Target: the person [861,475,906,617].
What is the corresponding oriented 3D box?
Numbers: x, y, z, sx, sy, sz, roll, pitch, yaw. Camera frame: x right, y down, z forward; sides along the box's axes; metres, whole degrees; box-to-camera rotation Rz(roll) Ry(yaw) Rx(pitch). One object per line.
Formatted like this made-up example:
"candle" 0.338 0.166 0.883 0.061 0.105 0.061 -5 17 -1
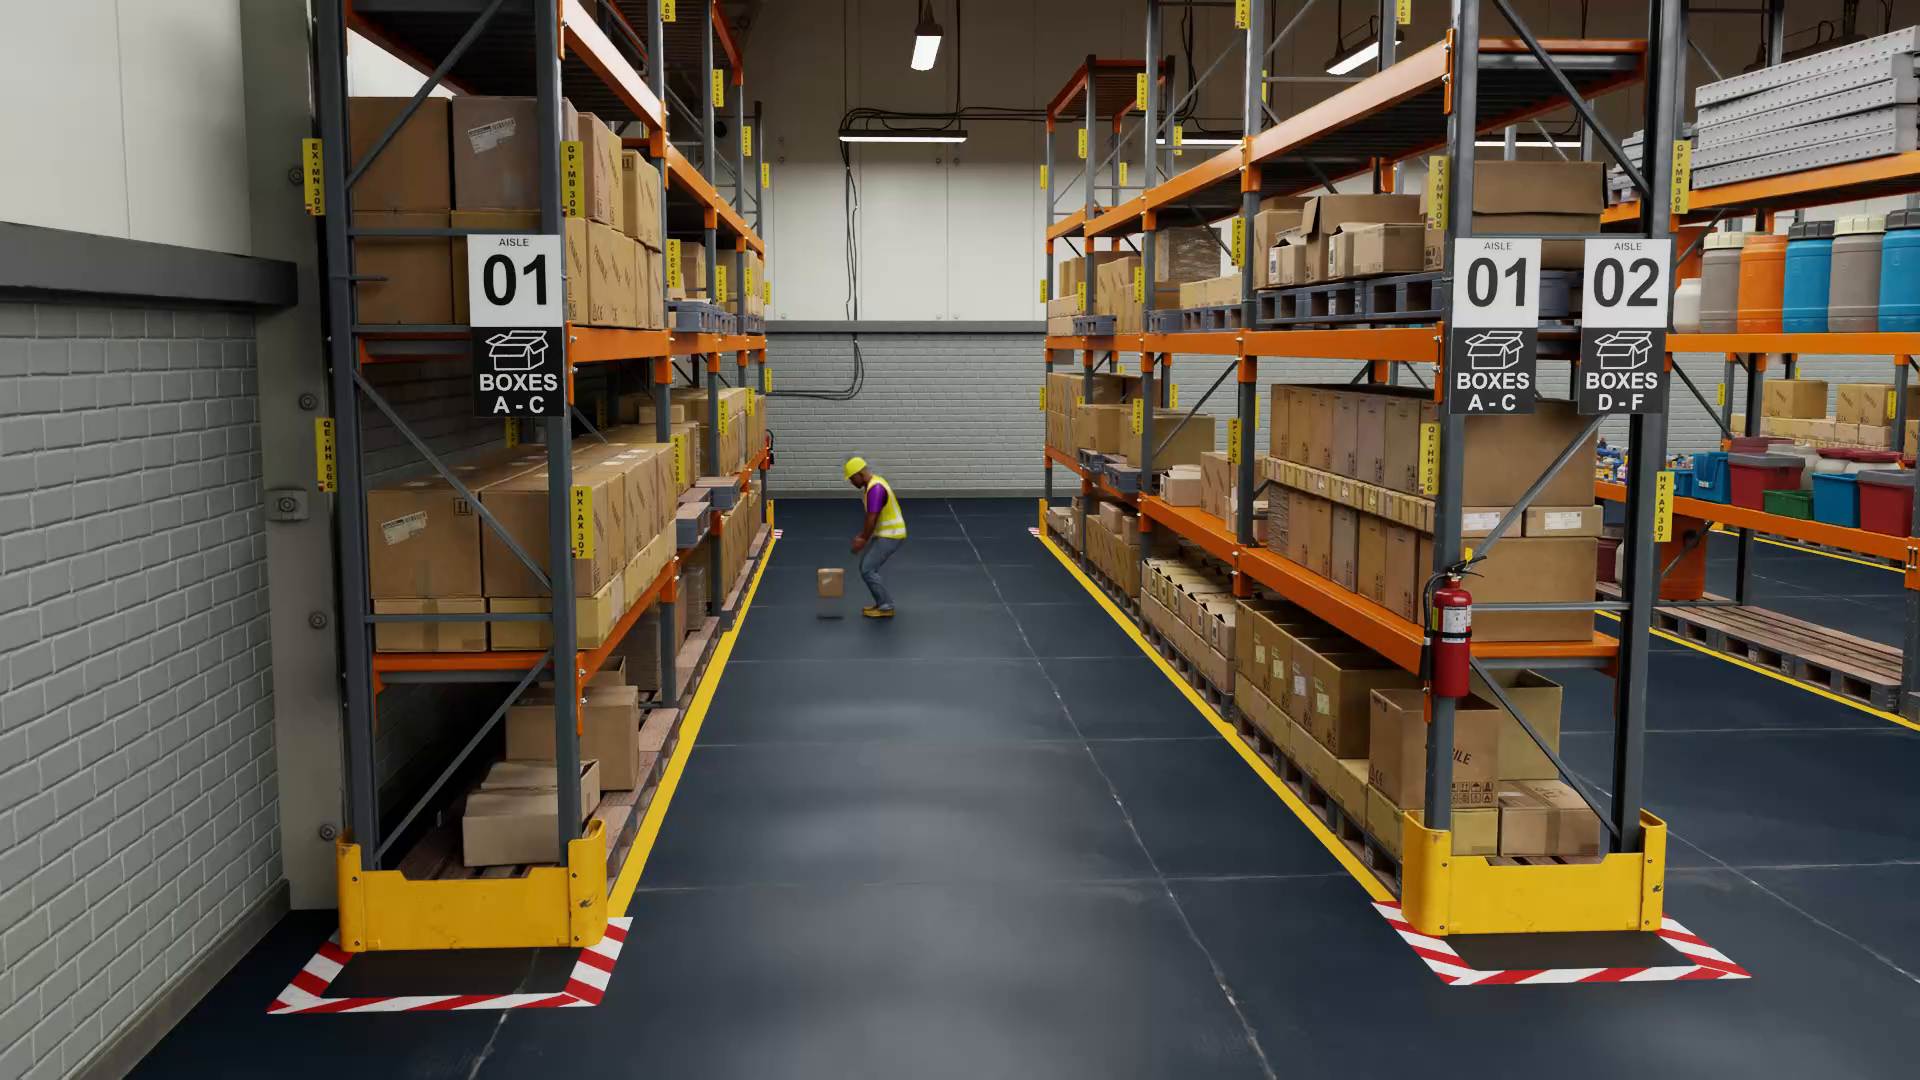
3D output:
"person" 8.222 -0.361 12.643 17.998 3.197 9.355 0 7 -3
